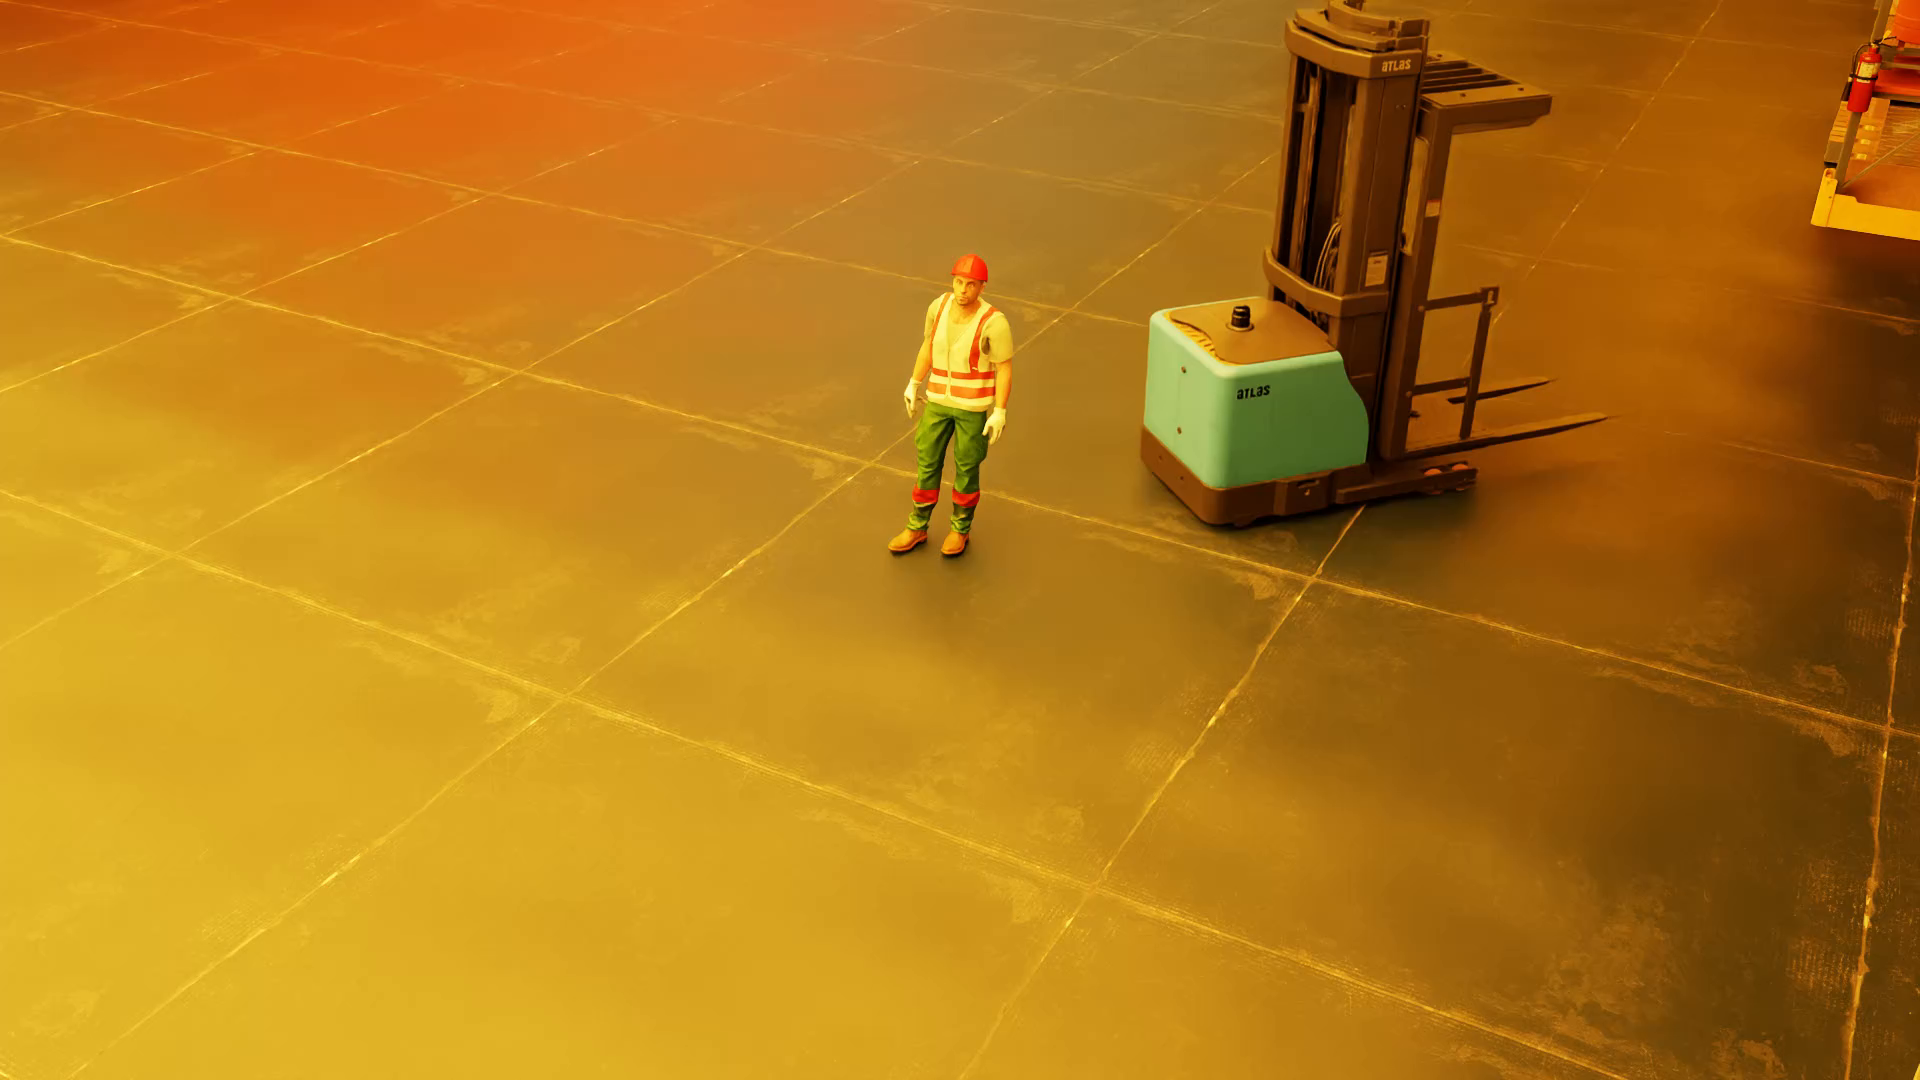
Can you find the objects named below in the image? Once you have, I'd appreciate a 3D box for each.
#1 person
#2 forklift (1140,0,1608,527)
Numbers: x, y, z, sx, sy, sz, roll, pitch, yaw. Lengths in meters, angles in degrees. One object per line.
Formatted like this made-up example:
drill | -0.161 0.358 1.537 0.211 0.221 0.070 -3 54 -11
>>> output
person | -0.050 -0.749 9.496 0.638 1.788 0.563 15 33 25
forklift | 2.739 -1.789 10.170 3.031 2.935 1.130 -10 32 -17
